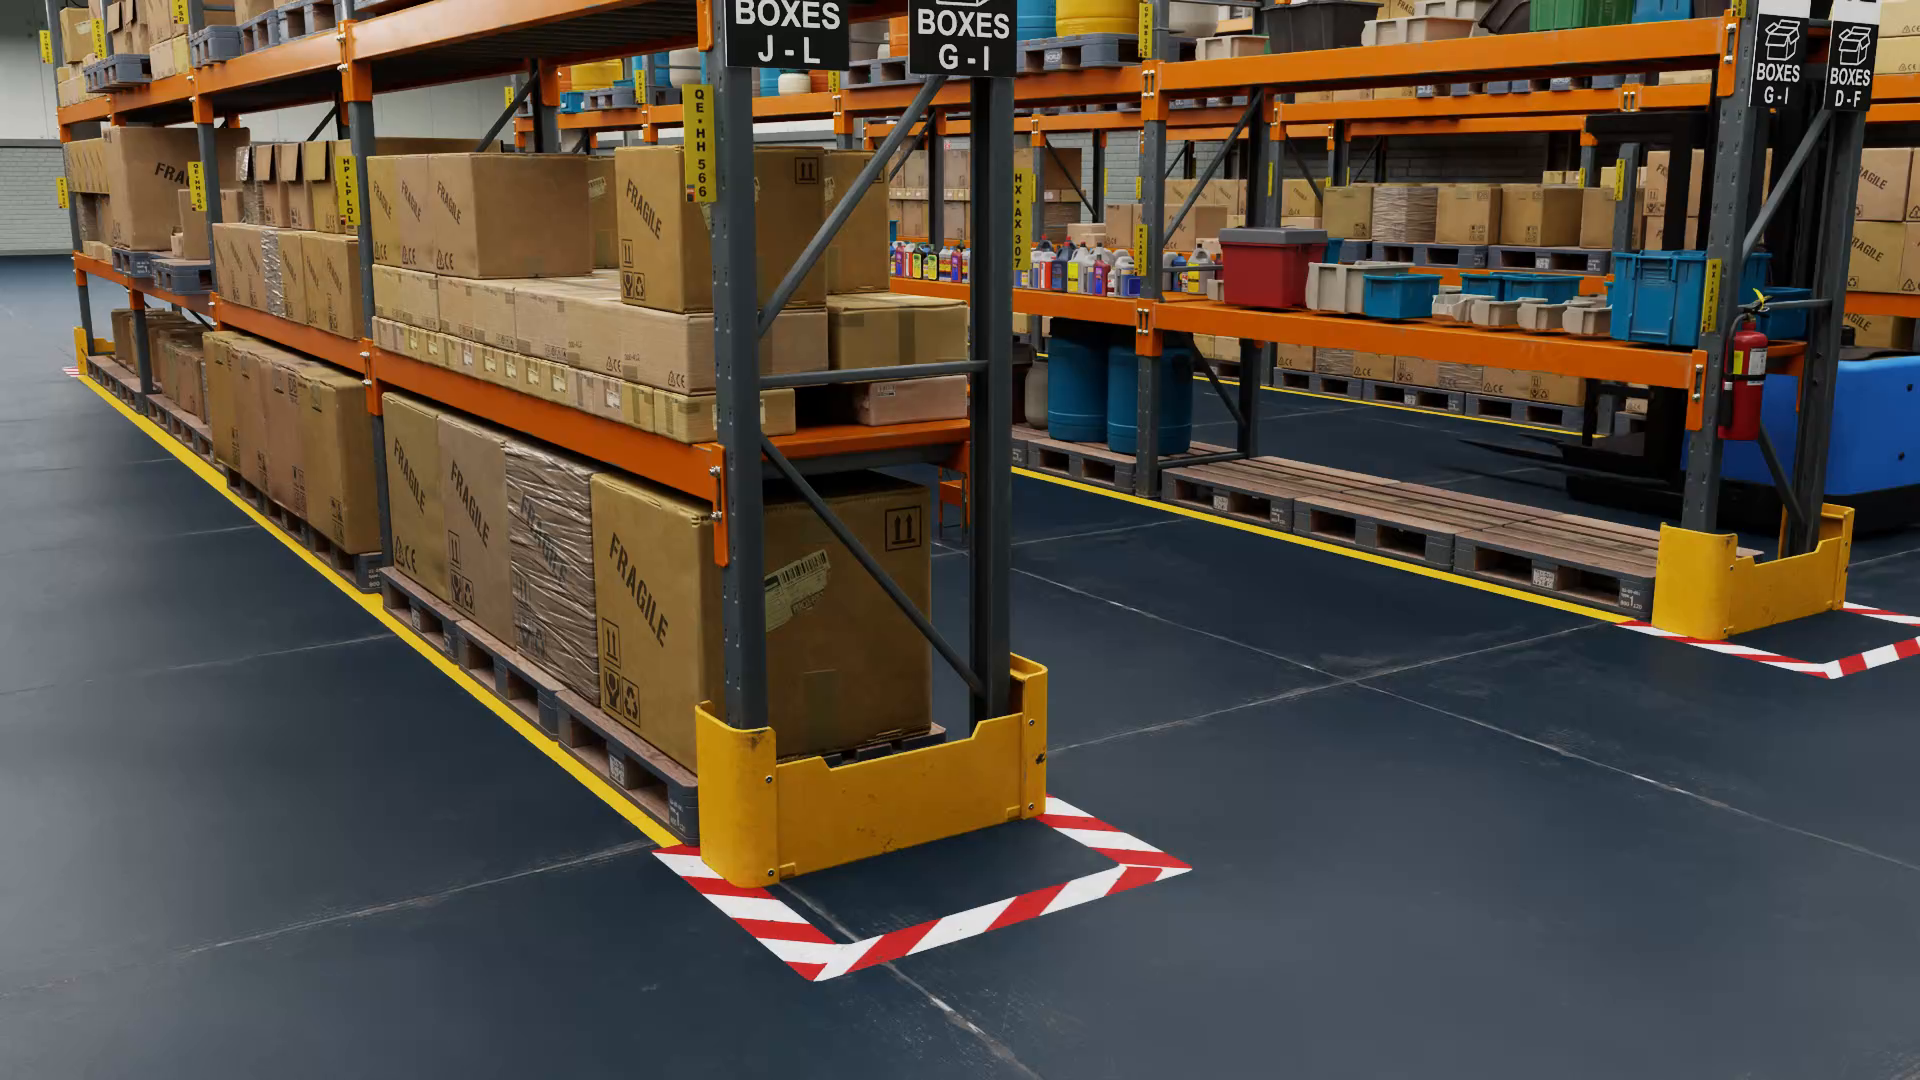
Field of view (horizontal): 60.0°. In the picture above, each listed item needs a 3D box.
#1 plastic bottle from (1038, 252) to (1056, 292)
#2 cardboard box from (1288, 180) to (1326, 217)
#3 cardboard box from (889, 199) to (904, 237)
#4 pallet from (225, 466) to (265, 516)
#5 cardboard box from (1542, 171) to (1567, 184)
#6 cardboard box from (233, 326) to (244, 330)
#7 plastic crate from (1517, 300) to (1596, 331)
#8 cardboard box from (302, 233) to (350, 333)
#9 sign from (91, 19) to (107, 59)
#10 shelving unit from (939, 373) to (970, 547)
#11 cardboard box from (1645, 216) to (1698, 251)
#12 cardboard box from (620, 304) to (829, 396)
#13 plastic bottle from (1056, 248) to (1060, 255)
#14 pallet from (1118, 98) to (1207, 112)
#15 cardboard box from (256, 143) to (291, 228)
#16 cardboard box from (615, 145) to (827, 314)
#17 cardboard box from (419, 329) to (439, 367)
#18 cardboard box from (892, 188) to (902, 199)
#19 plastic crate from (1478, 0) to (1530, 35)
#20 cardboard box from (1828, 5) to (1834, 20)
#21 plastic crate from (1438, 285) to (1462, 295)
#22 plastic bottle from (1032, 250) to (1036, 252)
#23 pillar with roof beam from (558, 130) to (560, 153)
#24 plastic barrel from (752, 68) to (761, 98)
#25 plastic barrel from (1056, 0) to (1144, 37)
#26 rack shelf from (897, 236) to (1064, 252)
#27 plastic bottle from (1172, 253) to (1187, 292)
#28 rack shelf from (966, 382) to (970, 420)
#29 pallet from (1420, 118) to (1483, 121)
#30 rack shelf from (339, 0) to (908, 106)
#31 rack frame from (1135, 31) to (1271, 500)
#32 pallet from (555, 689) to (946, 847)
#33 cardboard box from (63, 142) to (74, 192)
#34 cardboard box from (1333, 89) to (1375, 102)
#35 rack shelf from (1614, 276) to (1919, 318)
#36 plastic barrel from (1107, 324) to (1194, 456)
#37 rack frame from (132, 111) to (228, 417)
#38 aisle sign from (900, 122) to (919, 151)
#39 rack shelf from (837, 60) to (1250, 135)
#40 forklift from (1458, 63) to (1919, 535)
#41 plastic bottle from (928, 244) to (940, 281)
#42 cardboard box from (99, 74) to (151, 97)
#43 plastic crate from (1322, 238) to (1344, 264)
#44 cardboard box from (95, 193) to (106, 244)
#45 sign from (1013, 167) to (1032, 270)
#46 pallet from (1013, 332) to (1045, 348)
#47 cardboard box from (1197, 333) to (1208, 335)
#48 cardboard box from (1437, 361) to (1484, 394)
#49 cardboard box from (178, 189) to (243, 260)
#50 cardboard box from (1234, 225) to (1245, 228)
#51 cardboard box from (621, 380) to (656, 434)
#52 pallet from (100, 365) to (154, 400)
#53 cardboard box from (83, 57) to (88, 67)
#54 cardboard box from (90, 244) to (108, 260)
[{"bbox_3d":[0.660,-1.931,11.963,0.152,0.276,0.135,-8,15,-33],"label":"plastic bottle"},{"bbox_3d":[4.925,-4.751,23.116,0.500,0.500,0.500,-8,15,-33],"label":"cardboard box"},{"bbox_3d":[-0.646,-4.490,23.137,0.700,0.500,0.500,-8,15,-33],"label":"cardboard box"},{"bbox_3d":[-4.336,-0.419,11.285,1.003,0.211,1.213,-8,15,-33],"label":"pallet"},{"bbox_3d":[7.254,-4.383,20.103,0.380,0.149,0.250,-11,17,-42],"label":"cardboard box"},{"bbox_3d":[-5.409,-1.499,12.763,0.500,0.250,0.500,-6,14,-26],"label":"cardboard box"},{"bbox_3d":[3.094,-1.171,8.674,0.396,0.136,0.243,-8,15,-33],"label":"plastic crate"},{"bbox_3d":[-3.249,-1.408,9.044,0.500,0.500,0.500,-8,14,-31],"label":"cardboard box"},{"bbox_3d":[-7.374,-4.294,14.246,0.100,0.325,0.005,-8,15,-33],"label":"sign"},{"bbox_3d":[0.030,-0.503,9.706,0.215,1.050,0.252,-8,15,-33],"label":"shelving unit"},{"bbox_3d":[5.810,-2.317,13.202,0.500,0.500,0.500,-8,14,-31],"label":"cardboard box"},{"bbox_3d":[-0.767,-0.635,5.397,0.500,0.250,0.500,-8,15,-34],"label":"cardboard box"},{"bbox_3d":[0.779,-2.117,12.824,0.097,0.271,0.097,0,12,0],"label":"plastic bottle"},{"bbox_3d":[2.466,-4.784,18.139,1.003,0.211,1.213,-7,14,-30],"label":"pallet"},{"bbox_3d":[-3.960,-2.221,10.416,0.797,0.503,0.637,-8,15,-31],"label":"cardboard box"},{"bbox_3d":[-0.767,-1.002,5.321,0.500,0.500,0.500,-8,15,-32],"label":"cardboard box"},{"bbox_3d":[-2.168,-0.864,7.382,0.380,0.149,0.250,-9,15,-34],"label":"cardboard box"},{"bbox_3d":[-0.707,-4.749,22.805,0.380,0.149,0.250,-9,15,-34],"label":"cardboard box"},{"bbox_3d":[3.228,-2.833,8.921,0.504,0.338,0.767,-8,15,-33],"label":"plastic crate"},{"bbox_3d":[6.363,-3.733,12.068,0.500,0.250,0.500,-8,15,-33],"label":"cardboard box"},{"bbox_3d":[2.844,-1.432,9.865,0.293,0.136,0.466,-8,15,-33],"label":"plastic crate"},{"bbox_3d":[0.550,-2.012,12.344,0.097,0.271,0.097,0,12,0],"label":"plastic bottle"},{"bbox_3d":[-15.869,-12.847,47.544,9.100,9.000,0.548,-8,15,-33],"label":"pillar with roof beam"},{"bbox_3d":[-1.978,-4.757,16.401,0.600,0.901,0.600,0,12,0],"label":"plastic barrel"},{"bbox_3d":[0.954,-3.706,11.344,0.600,0.588,0.600,0,12,0],"label":"plastic barrel"},{"bbox_3d":[0.214,-3.818,21.984,1.077,0.370,4.000,-8,15,-33],"label":"rack shelf"},{"bbox_3d":[1.574,-1.918,11.911,0.097,0.271,0.097,0,12,0],"label":"plastic bottle"},{"bbox_3d":[0.030,-0.770,9.648,0.215,0.259,0.240,-8,15,-33],"label":"rack shelf"},{"bbox_3d":[6.275,-5.468,21.263,1.213,0.211,1.003,-8,15,-33],"label":"pallet"},{"bbox_3d":[-1.386,-1.977,6.546,1.077,0.370,4.000,-8,15,-33],"label":"rack shelf"},{"bbox_3d":[1.629,-1.805,11.097,1.000,3.000,0.127,-8,15,-33],"label":"rack frame"},{"bbox_3d":[-0.786,0.722,6.069,1.003,0.211,1.213,-8,15,-33],"label":"pallet"},{"bbox_3d":[-9.065,-3.906,17.431,0.500,0.500,0.500,-8,15,-33],"label":"cardboard box"},{"bbox_3d":[4.091,-4.452,15.945,0.910,0.500,0.500,-8,15,-33],"label":"cardboard box"},{"bbox_3d":[6.863,-1.684,12.225,1.077,0.370,4.000,-8,15,-33],"label":"rack shelf"},{"bbox_3d":[1.342,-1.084,11.728,0.600,0.901,0.708,-8,15,-33],"label":"plastic barrel"},{"bbox_3d":[-6.927,-2.642,14.922,1.000,3.000,0.127,-8,15,-33],"label":"rack frame"},{"bbox_3d":[-0.686,-5.842,23.468,0.394,0.787,0.004,-8,15,-33],"label":"aisle sign"},{"bbox_3d":[0.521,-3.275,12.480,1.077,0.370,4.000,-8,15,-33],"label":"rack shelf"},{"bbox_3d":[4.715,-1.709,10.816,1.130,2.935,3.031,-7,14,-30],"label":"forklift"},{"bbox_3d":[-0.196,-2.192,13.138,0.061,0.283,0.133,-8,15,-33],"label":"plastic bottle"},{"bbox_3d":[-7.396,-4.084,14.847,0.500,0.250,0.500,-7,14,-31],"label":"cardboard box"},{"bbox_3d":[2.172,-1.784,10.897,0.392,0.384,0.575,-8,15,-33],"label":"plastic crate"},{"bbox_3d":[-8.243,-3.278,16.899,0.875,0.500,0.500,-8,15,-33],"label":"cardboard box"},{"bbox_3d":[0.187,-1.034,5.357,0.100,0.325,0.005,-8,15,-33],"label":"sign"},{"bbox_3d":[0.917,-2.598,21.248,1.003,0.211,1.213,-8,15,-33],"label":"pallet"},{"bbox_3d":[2.750,-2.394,17.928,0.500,0.311,0.500,-8,15,-34],"label":"cardboard box"},{"bbox_3d":[4.698,-1.617,15.055,0.500,0.500,0.500,-8,15,-32],"label":"cardboard box"},{"bbox_3d":[-5.435,-2.363,12.431,0.700,0.500,0.500,-6,14,-24],"label":"cardboard box"},{"bbox_3d":[3.204,-3.241,17.869,0.500,0.311,0.500,-8,15,-33],"label":"cardboard box"},{"bbox_3d":[-0.895,-0.456,5.511,0.380,0.149,0.250,-8,15,-32],"label":"cardboard box"},{"bbox_3d":[-8.008,-1.612,16.740,1.003,0.211,1.213,-8,15,-33],"label":"pallet"},{"bbox_3d":[-8.082,-4.486,15.752,0.380,0.149,0.250,-7,14,-30],"label":"cardboard box"},{"bbox_3d":[-8.433,-2.874,16.569,0.380,0.149,0.250,-8,15,-33],"label":"cardboard box"}]
